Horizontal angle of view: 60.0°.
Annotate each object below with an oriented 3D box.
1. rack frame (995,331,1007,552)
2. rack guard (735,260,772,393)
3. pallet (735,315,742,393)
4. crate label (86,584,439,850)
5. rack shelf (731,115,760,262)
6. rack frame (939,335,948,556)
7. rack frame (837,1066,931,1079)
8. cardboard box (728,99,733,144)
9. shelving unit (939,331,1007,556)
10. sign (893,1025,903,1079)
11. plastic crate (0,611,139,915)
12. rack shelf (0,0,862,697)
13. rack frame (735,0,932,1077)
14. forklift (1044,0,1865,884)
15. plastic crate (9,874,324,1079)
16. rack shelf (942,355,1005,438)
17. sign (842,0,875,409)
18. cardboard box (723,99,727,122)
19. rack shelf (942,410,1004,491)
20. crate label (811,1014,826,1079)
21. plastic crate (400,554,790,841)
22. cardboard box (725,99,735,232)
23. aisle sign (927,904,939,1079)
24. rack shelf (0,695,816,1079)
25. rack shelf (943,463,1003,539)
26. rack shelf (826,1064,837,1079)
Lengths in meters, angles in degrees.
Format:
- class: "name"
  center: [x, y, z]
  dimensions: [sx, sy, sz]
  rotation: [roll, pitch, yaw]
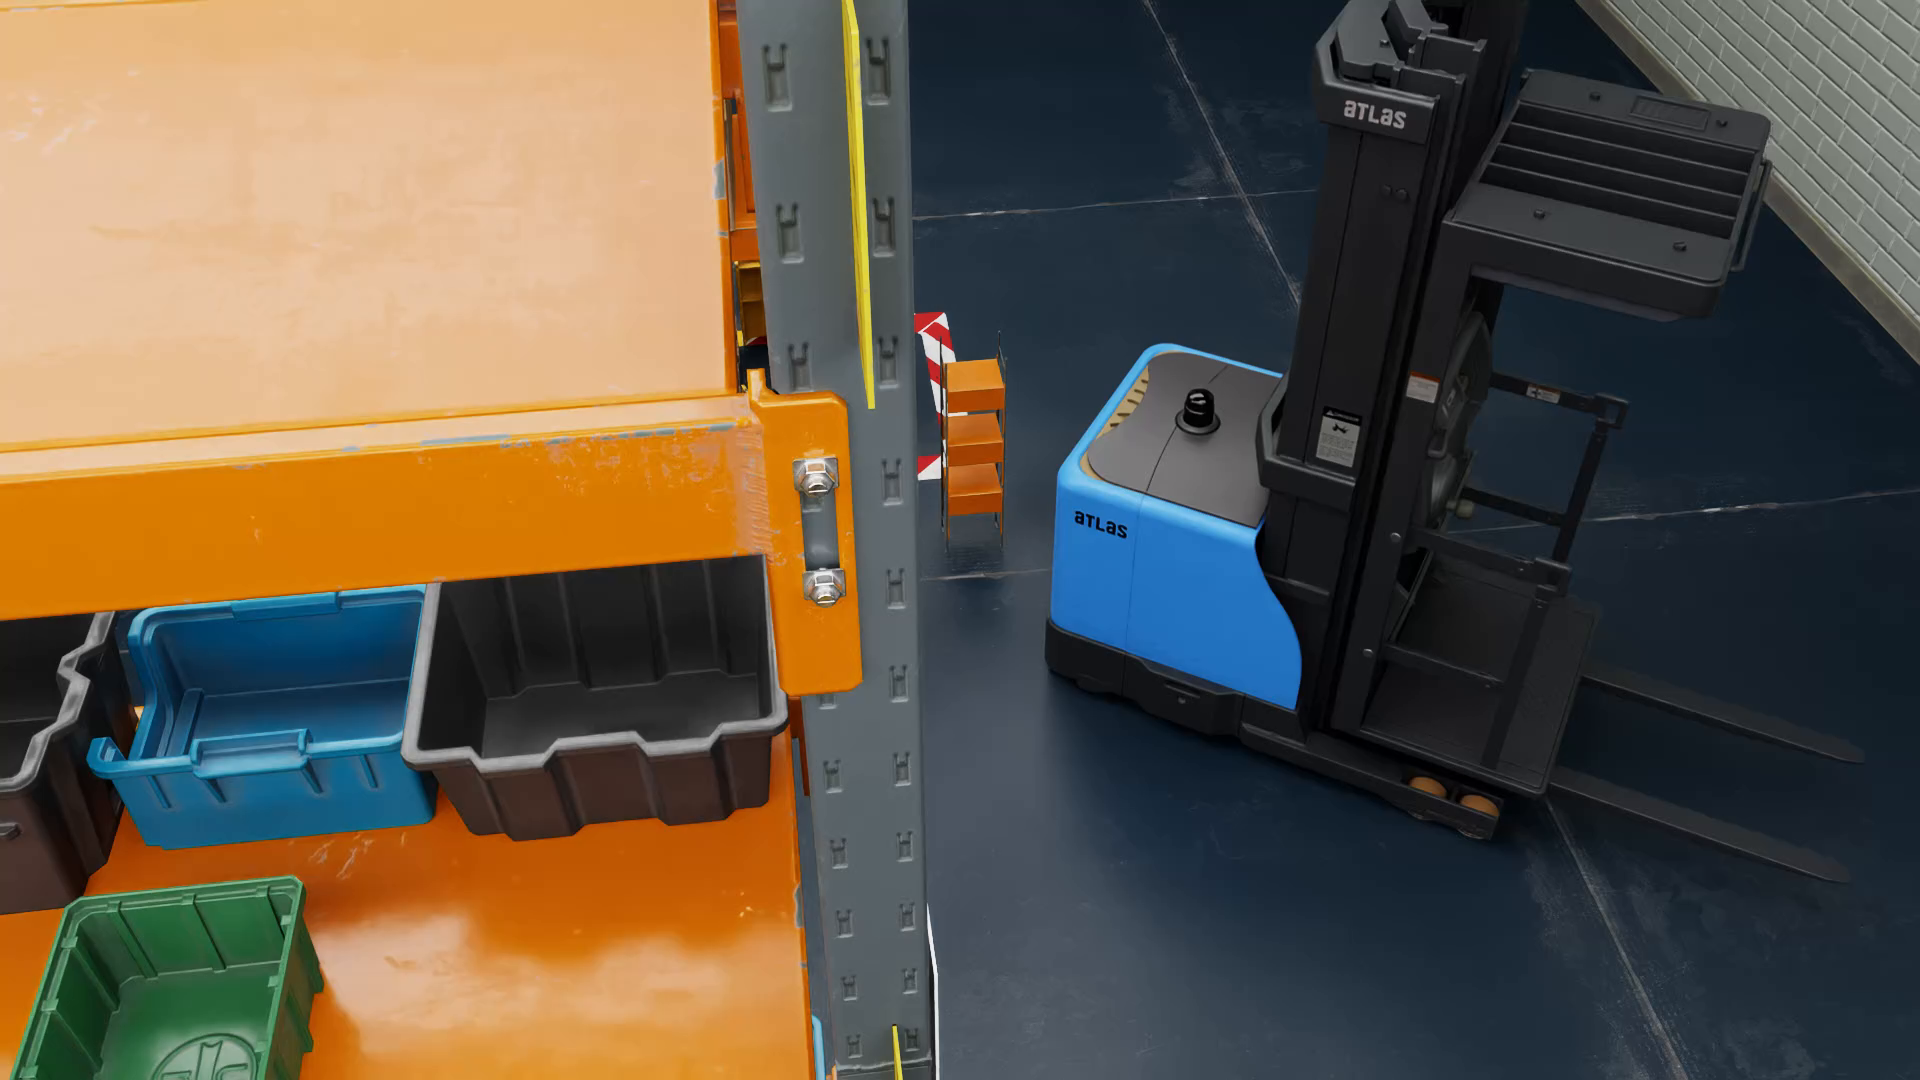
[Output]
- class: "rack frame"
  center: [0.174, -0.405, 7.130]
  dimensions: [0.008, 1.050, 0.200]
  rotation: [-5, 42, -6]
- class: "rack guard"
  center: [-0.879, -0.869, 8.055]
  dimensions: [0.348, 0.500, 1.175]
  rotation: [-5, 42, -6]
- class: "pallet"
  center: [-1.669, -0.692, 8.075]
  dimensions: [1.213, 0.211, 1.003]
  rotation: [-5, 42, -6]
- class: "crate label"
  center: [-1.122, 0.293, 2.772]
  dimensions: [0.502, 0.251, 0.408]
  rotation: [-5, 42, -6]
- class: "rack shelf"
  center: [-2.787, -1.363, 7.274]
  dimensions: [4.000, 0.370, 1.077]
  rotation: [-5, 42, -6]
- class: "rack frame"
  center: [-0.068, -0.384, 7.107]
  dimensions: [0.008, 1.050, 0.200]
  rotation: [-5, 42, -6]
- class: "rack frame"
  center: [-0.165, 1.486, 3.578]
  dimensions: [0.127, 3.000, 1.000]
  rotation: [-5, 42, -6]
- class: "cardboard box"
  center: [-1.278, -1.978, 7.343]
  dimensions: [0.500, 0.500, 0.500]
  rotation: [-4, 42, -5]
- class: "shelving unit"
  center: [0.053, -0.394, 7.119]
  dimensions: [0.252, 1.050, 0.215]
  rotation: [-5, 42, -6]
- class: "sign"
  center: [-0.078, 0.775, 2.205]
  dimensions: [0.005, 0.325, 0.100]
  rotation: [-5, 42, -6]
- class: "plastic crate"
  center: [-1.716, 0.345, 2.649]
  dimensions: [0.767, 0.338, 0.504]
  rotation: [-5, 42, -6]
- class: "rack shelf"
  center: [-2.148, -0.152, 1.751]
  dimensions: [4.000, 0.370, 1.077]
  rotation: [-5, 42, -6]
- class: "rack frame"
  center: [-0.165, -0.742, 1.569]
  dimensions: [0.127, 3.000, 1.000]
  rotation: [-5, 42, -6]
- class: "forklift"
  center: [1.899, -0.381, 5.699]
  dimensions: [3.031, 2.935, 1.130]
  rotation: [19, 45, 20]
- class: "plastic crate"
  center: [-1.106, 0.726, 2.339]
  dimensions: [0.336, 0.188, 0.450]
  rotation: [-5, 42, -6]
- class: "rack shelf"
  center: [0.053, -0.597, 6.936]
  dimensions: [0.240, 0.259, 0.215]
  rotation: [-5, 42, -6]
- class: "sign"
  center: [-0.078, -0.258, 1.273]
  dimensions: [0.005, 0.325, 0.100]
  rotation: [-5, 42, -6]
- class: "cardboard box"
  center: [-1.209, -1.991, 6.612]
  dimensions: [0.500, 0.500, 0.500]
  rotation: [-5, 42, -6]
- class: "rack shelf"
  center: [0.053, -0.387, 7.126]
  dimensions: [0.240, 0.259, 0.215]
  rotation: [-5, 42, -6]
- class: "crate label"
  center: [-0.453, 1.329, 3.833]
  dimensions: [0.303, 0.233, 0.416]
  rotation: [-5, 42, -6]
- class: "plastic crate"
  center: [-0.583, 0.269, 2.785]
  dimensions: [0.590, 0.269, 0.497]
  rotation: [-5, 42, -6]
- class: "cardboard box"
  center: [-1.212, -1.621, 6.949]
  dimensions: [0.500, 0.500, 0.500]
  rotation: [-4, 42, -4]
- class: "aisle sign"
  center: [-0.056, 0.709, 2.499]
  dimensions: [0.004, 0.787, 0.394]
  rotation: [-5, 42, -6]
- class: "rack shelf"
  center: [-2.148, 0.813, 2.622]
  dimensions: [4.000, 0.370, 1.077]
  rotation: [-5, 42, -6]
- class: "rack shelf"
  center: [0.053, -0.180, 7.312]
  dimensions: [0.240, 0.259, 0.215]
  rotation: [-5, 42, -6]
- class: "rack shelf"
  center: [-2.148, 1.927, 3.626]
  dimensions: [4.000, 0.370, 1.077]
  rotation: [-5, 42, -6]
